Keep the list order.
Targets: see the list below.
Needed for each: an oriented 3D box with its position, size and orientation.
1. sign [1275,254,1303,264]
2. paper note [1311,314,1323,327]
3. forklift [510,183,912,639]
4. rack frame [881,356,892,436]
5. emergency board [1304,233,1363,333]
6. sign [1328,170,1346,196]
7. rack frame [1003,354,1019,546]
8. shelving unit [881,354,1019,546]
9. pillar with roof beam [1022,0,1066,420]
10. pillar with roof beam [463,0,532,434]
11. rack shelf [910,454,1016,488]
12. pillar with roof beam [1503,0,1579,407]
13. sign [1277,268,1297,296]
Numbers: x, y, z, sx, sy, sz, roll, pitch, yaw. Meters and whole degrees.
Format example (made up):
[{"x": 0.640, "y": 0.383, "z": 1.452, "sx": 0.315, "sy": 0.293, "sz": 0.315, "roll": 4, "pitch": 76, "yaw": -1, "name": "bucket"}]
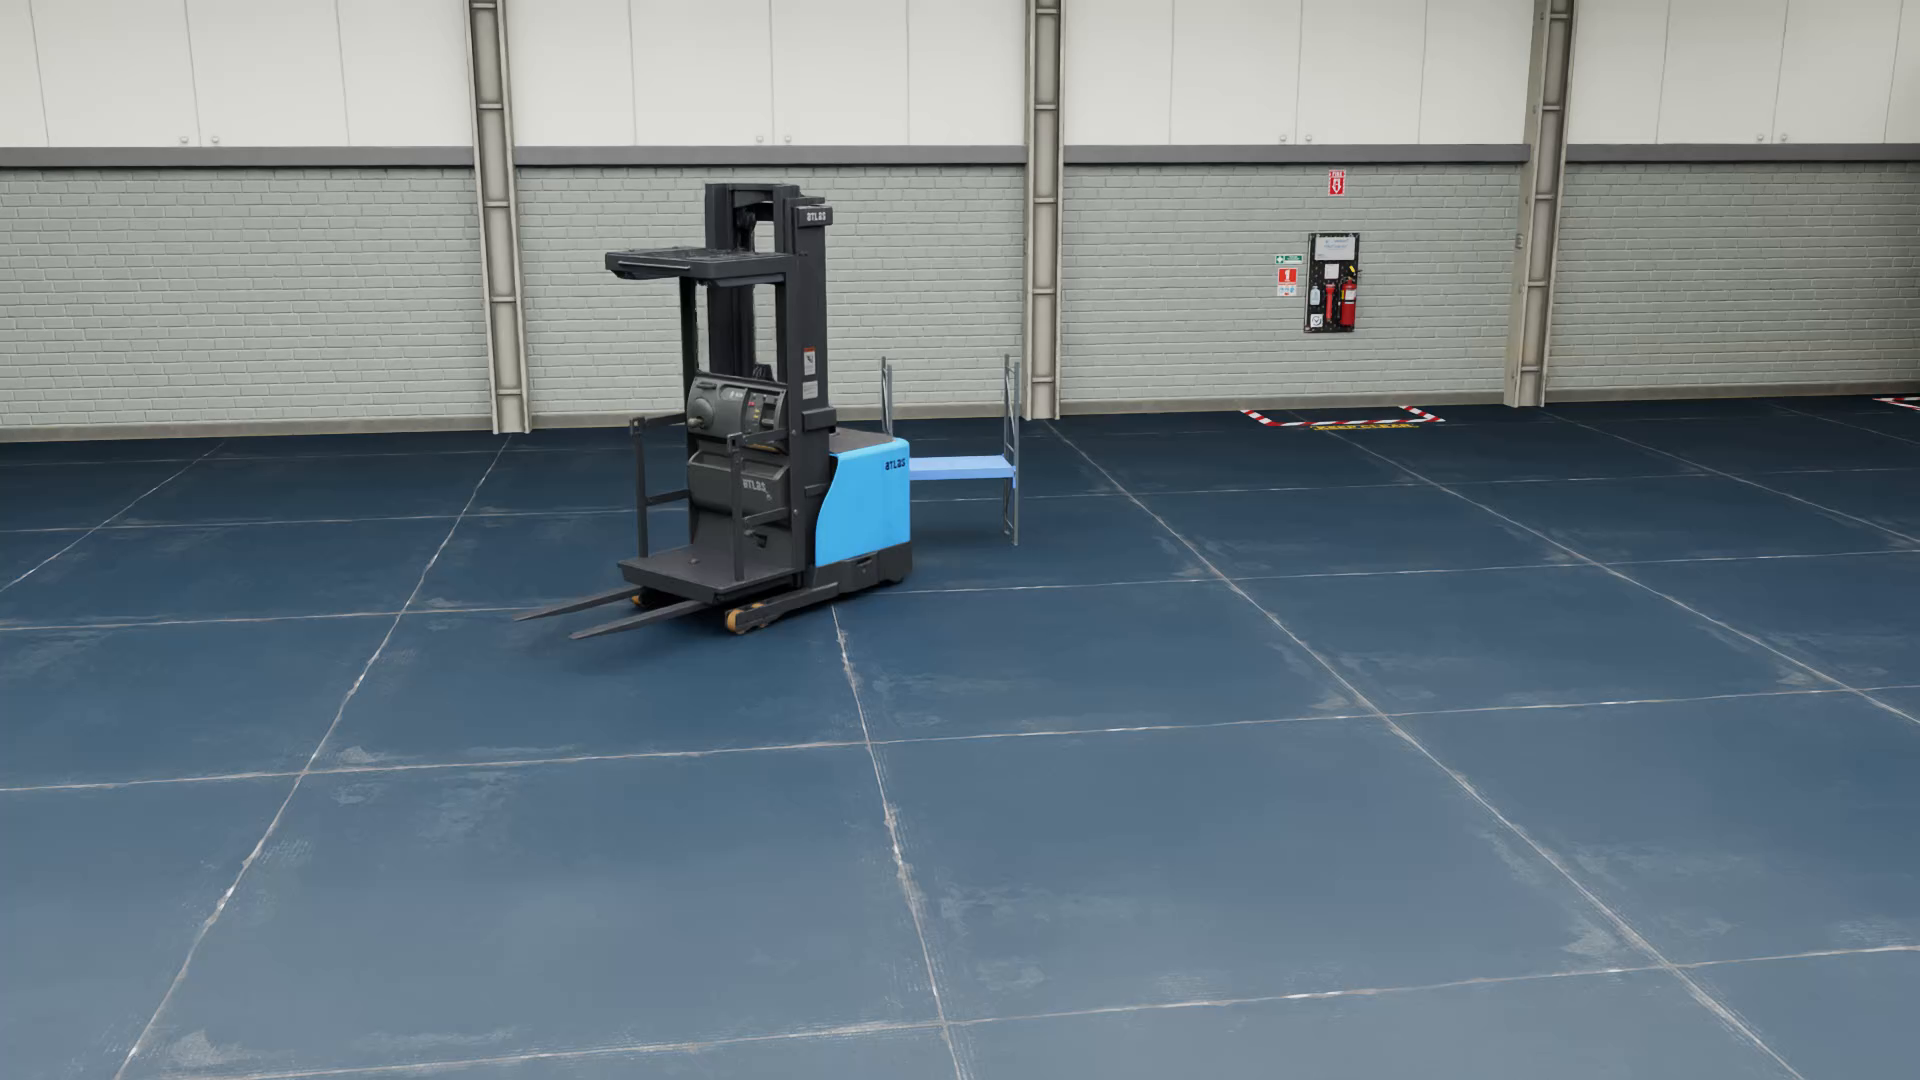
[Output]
[{"x": 3.869, "y": -3.301, "z": 19.556, "sx": 0.331, "sy": 0.109, "sz": 0.001, "roll": -2, "pitch": 14, "yaw": -8, "name": "sign"}, {"x": 4.240, "y": -2.607, "z": 19.762, "sx": 0.142, "sy": 0.148, "sz": 0.016, "roll": -2, "pitch": 14, "yaw": -8, "name": "paper note"}, {"x": -1.689, "y": -0.926, "z": 11.388, "sx": 1.130, "sy": 2.935, "sz": 3.031, "roll": 12, "pitch": 18, "yaw": 39, "name": "forklift"}, {"x": -0.587, "y": -0.706, "z": 13.454, "sx": 0.032, "sy": 1.500, "sz": 0.500, "roll": -2, "pitch": 14, "yaw": -8, "name": "rack frame"}, {"x": 4.425, "y": -3.024, "z": 19.614, "sx": 0.643, "sy": 1.169, "sz": 0.194, "roll": -2, "pitch": 14, "yaw": -8, "name": "emergency board"}, {"x": 4.402, "y": -4.172, "z": 19.427, "sx": 0.199, "sy": 0.298, "sz": 0.001, "roll": -2, "pitch": 14, "yaw": -8, "name": "sign"}, {"x": 0.418, "y": -0.743, "z": 13.601, "sx": 0.032, "sy": 1.500, "sz": 0.500, "roll": -2, "pitch": 14, "yaw": -8, "name": "rack frame"}, {"x": -0.084, "y": -0.724, "z": 13.527, "sx": 1.048, "sy": 1.500, "sz": 0.538, "roll": -2, "pitch": 14, "yaw": -8, "name": "shelving unit"}, {"x": 1.583, "y": -4.761, "z": 14.209, "sx": 0.400, "sy": 9.000, "sz": 9.100, "roll": -2, "pitch": 14, "yaw": -8, "name": "pillar with roof beam"}, {"x": -4.350, "y": -4.544, "z": 13.342, "sx": 0.400, "sy": 9.000, "sz": 9.100, "roll": -2, "pitch": 14, "yaw": -8, "name": "pillar with roof beam"}, {"x": -0.084, "y": -0.550, "z": 13.571, "sx": 1.000, "sy": 0.185, "sz": 0.538, "roll": -2, "pitch": 14, "yaw": -8, "name": "rack shelf"}, {"x": 7.516, "y": -4.979, "z": 15.076, "sx": 0.400, "sy": 9.000, "sz": 9.100, "roll": -2, "pitch": 14, "yaw": -8, "name": "pillar with roof beam"}, {"x": 3.863, "y": -3.046, "z": 19.629, "sx": 0.234, "sy": 0.329, "sz": 0.001, "roll": -2, "pitch": 14, "yaw": -8, "name": "sign"}]
